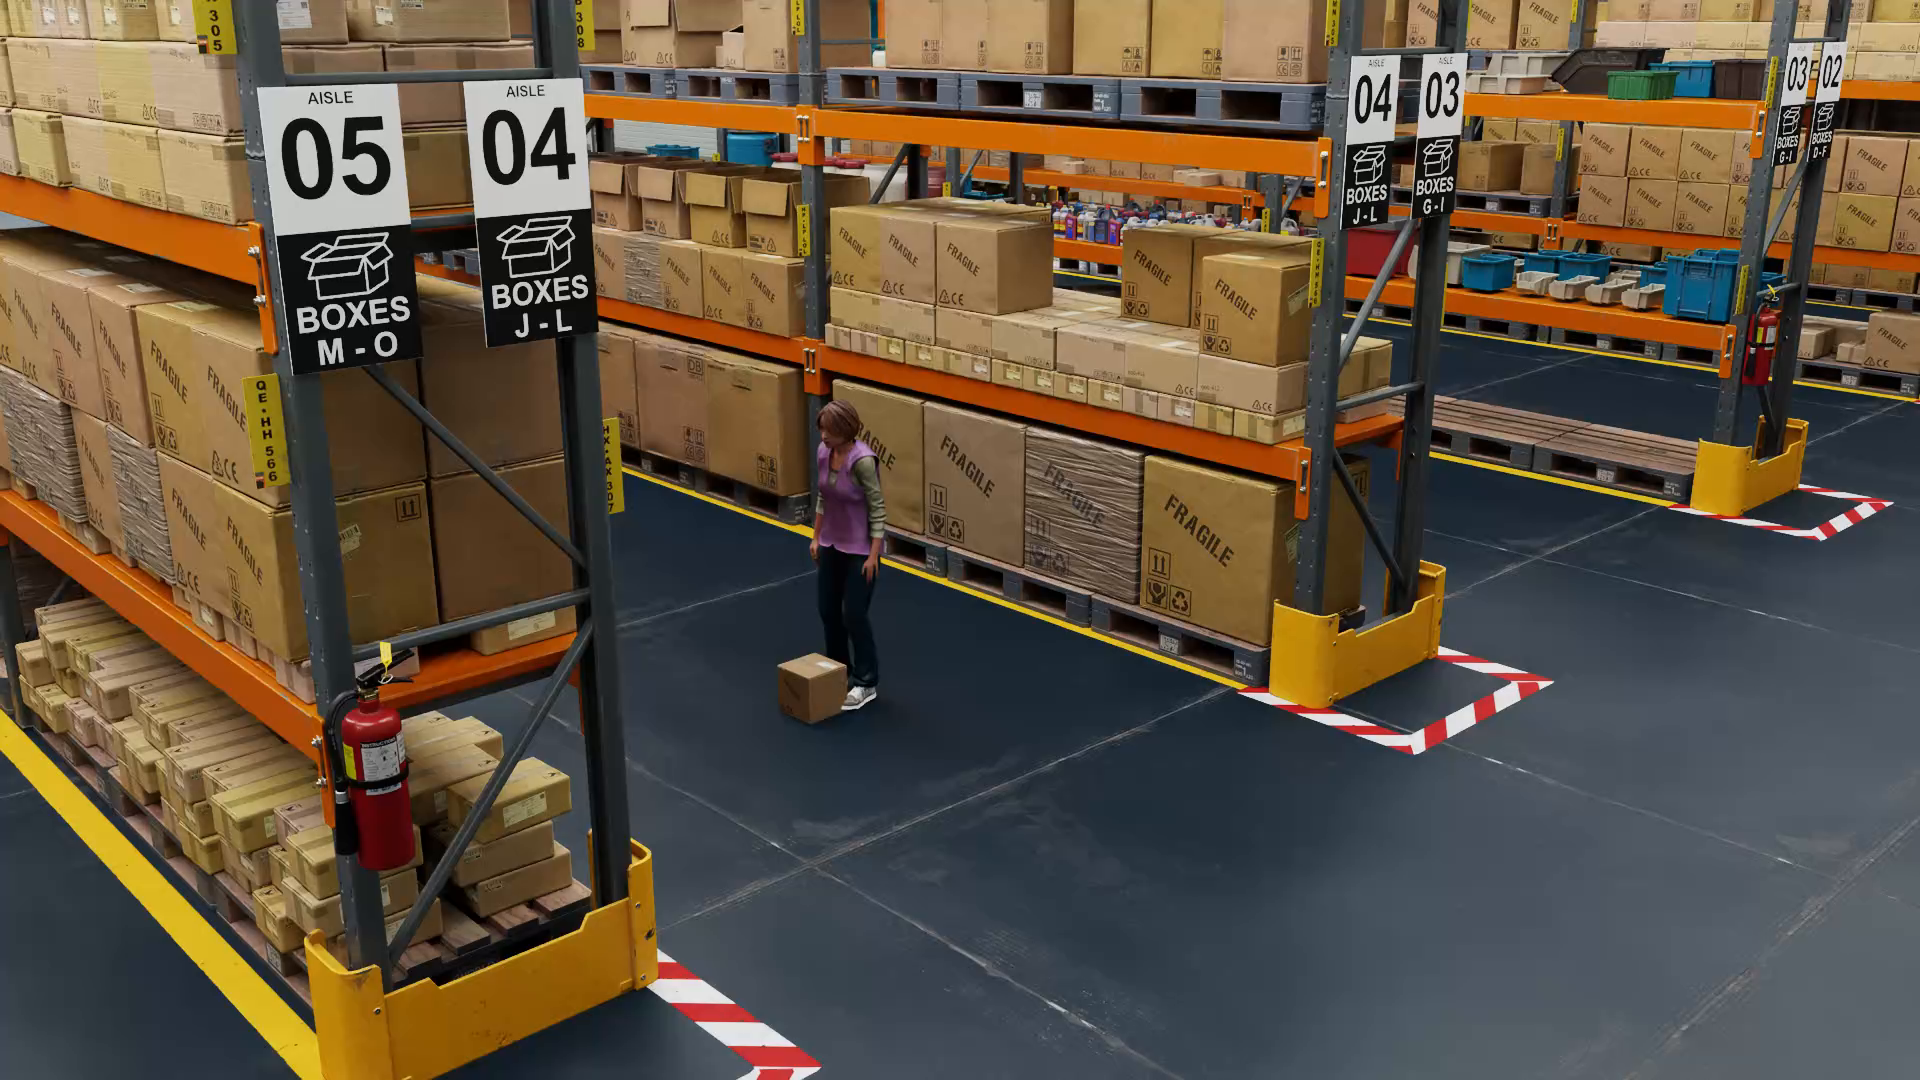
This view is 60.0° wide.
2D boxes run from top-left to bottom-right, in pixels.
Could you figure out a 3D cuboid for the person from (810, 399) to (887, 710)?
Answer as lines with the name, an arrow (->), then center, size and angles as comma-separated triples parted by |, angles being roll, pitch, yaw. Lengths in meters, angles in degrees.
person -> -0.571, 0.058, 8.385 | 0.483, 1.592, 0.347 | 16, 23, 41
